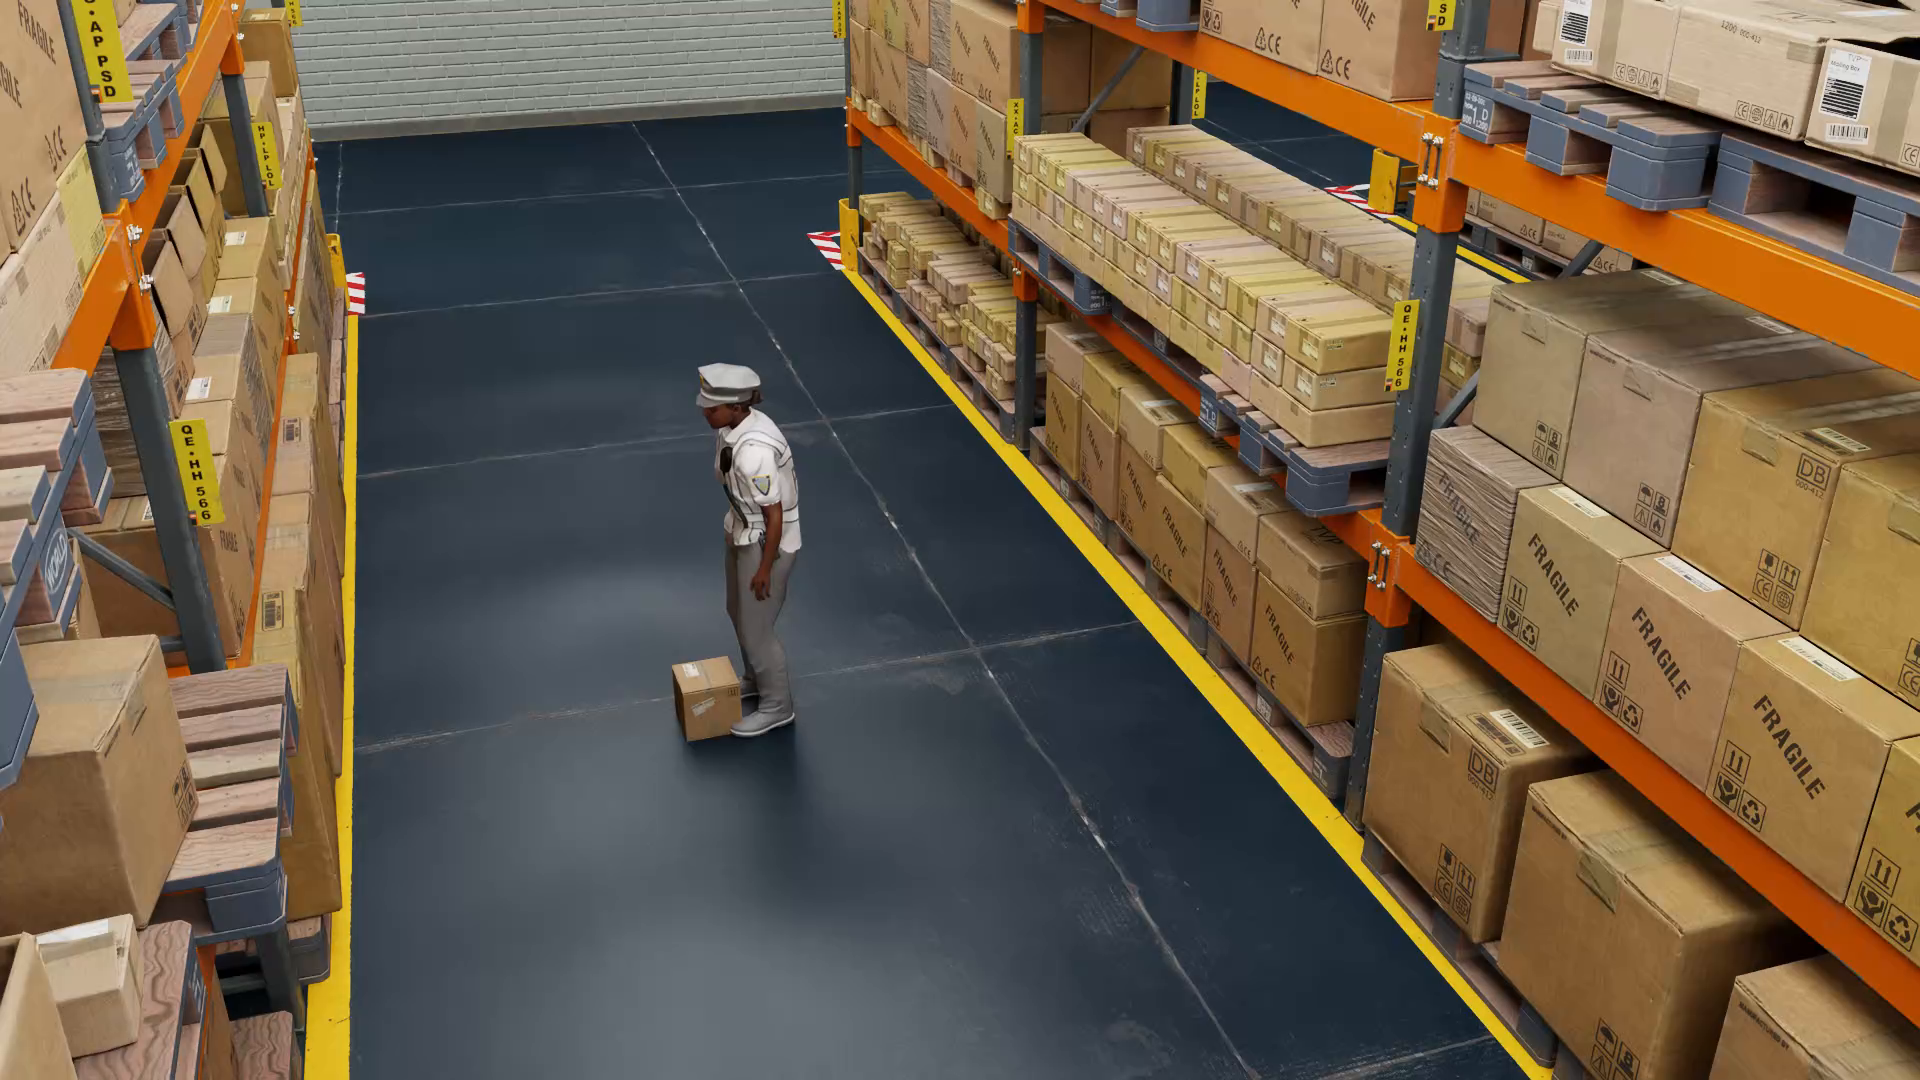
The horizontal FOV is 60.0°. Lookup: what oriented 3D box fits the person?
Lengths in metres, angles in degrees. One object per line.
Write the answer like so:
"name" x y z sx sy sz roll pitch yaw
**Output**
"person" -0.885 0.030 7.055 0.397 1.659 0.528 -10 28 -19
